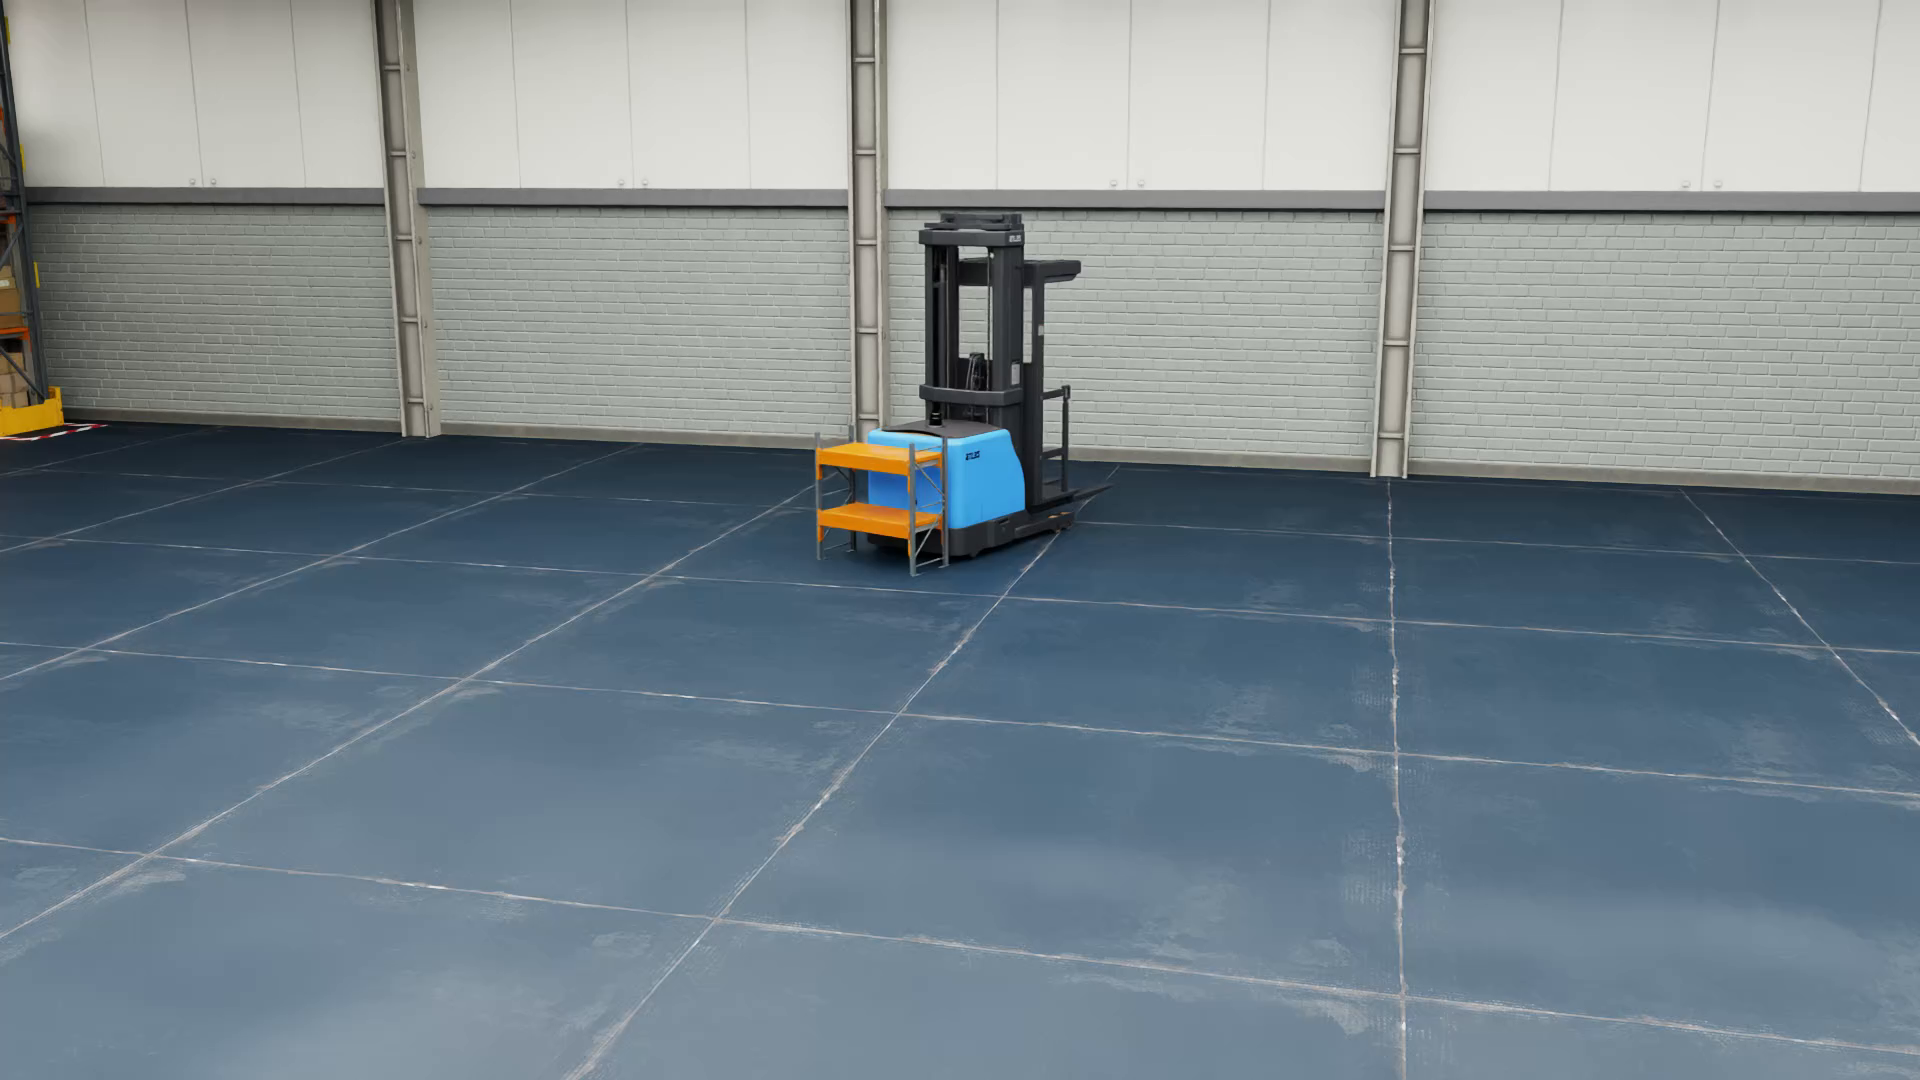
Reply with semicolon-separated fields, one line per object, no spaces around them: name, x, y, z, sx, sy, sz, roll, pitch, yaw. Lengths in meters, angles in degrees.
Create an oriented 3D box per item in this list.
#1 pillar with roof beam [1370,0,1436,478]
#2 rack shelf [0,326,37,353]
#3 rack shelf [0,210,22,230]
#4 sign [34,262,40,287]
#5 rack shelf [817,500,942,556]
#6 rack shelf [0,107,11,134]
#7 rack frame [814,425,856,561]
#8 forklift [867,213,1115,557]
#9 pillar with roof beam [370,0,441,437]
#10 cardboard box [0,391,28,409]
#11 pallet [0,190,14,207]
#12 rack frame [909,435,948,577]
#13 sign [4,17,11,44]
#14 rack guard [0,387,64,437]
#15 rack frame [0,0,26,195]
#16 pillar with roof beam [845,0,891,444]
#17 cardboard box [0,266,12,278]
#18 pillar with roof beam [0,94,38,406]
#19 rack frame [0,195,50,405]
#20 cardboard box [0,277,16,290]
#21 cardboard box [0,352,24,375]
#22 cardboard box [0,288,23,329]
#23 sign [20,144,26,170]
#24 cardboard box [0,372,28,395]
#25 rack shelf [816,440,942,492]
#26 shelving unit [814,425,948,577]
pillar with roof beam;3.733;-4.209;13.429;0.400;9.000;9.100;3;13;14
rack shelf;-14.193;-2.647;21.899;4.000;0.370;1.077;3;13;14
rack shelf;-14.193;-4.111;21.574;4.000;0.370;1.077;3;13;14
sign;-12.112;-3.472;21.775;0.005;0.325;0.100;3;13;14
rack shelf;-0.671;-0.112;14.264;1.000;0.278;0.538;9;15;35
rack shelf;-14.193;-5.380;21.292;4.000;0.370;1.077;3;13;14
rack frame;-1.084;-0.415;14.501;0.032;1.125;0.500;9;15;35
forklift;0.425;-1.548;15.445;1.130;2.935;3.031;9;15;34
pillar with roof beam;-7.917;-4.832;16.236;0.400;9.000;9.100;3;13;14
cardboard box;-12.681;-1.823;21.905;0.500;0.250;0.500;3;13;14
pallet;-12.931;-4.357;21.227;1.213;0.211;1.003;3;13;14
rack frame;-0.259;-0.286;13.920;0.032;1.125;0.500;9;15;35
sign;-12.112;-6.473;21.109;0.005;0.325;0.100;3;13;14
rack guard;-12.228;-1.672;21.618;0.348;0.500;1.175;3;13;14
rack frame;-12.251;-5.823;20.703;0.127;3.000;1.000;3;13;14
pillar with roof beam;-2.092;-4.520;14.833;0.400;9.000;9.100;3;13;14
cardboard box;-12.526;-3.467;21.521;0.250;0.149;0.380;3;13;12
pillar with roof beam;-13.742;-5.143;17.640;0.400;9.000;9.100;3;13;14
rack frame;-12.251;-2.894;21.353;0.127;3.000;1.000;3;13;14
cardboard box;-12.518;-3.332;21.597;0.250;0.149;0.380;3;13;12
cardboard box;-12.672;-2.310;21.789;0.500;0.250;0.500;3;13;13
cardboard box;-12.665;-3.027;21.721;0.500;0.500;0.500;3;13;15
sign;-12.112;-4.940;21.449;0.005;0.325;0.100;3;13;14
cardboard box;-12.658;-2.069;21.858;0.500;0.250;0.500;3;13;15
rack shelf;-0.672;-0.636;14.147;1.000;0.278;0.538;9;15;35
shelving unit;-0.672;-0.350;14.211;1.048;1.125;0.538;9;15;35
